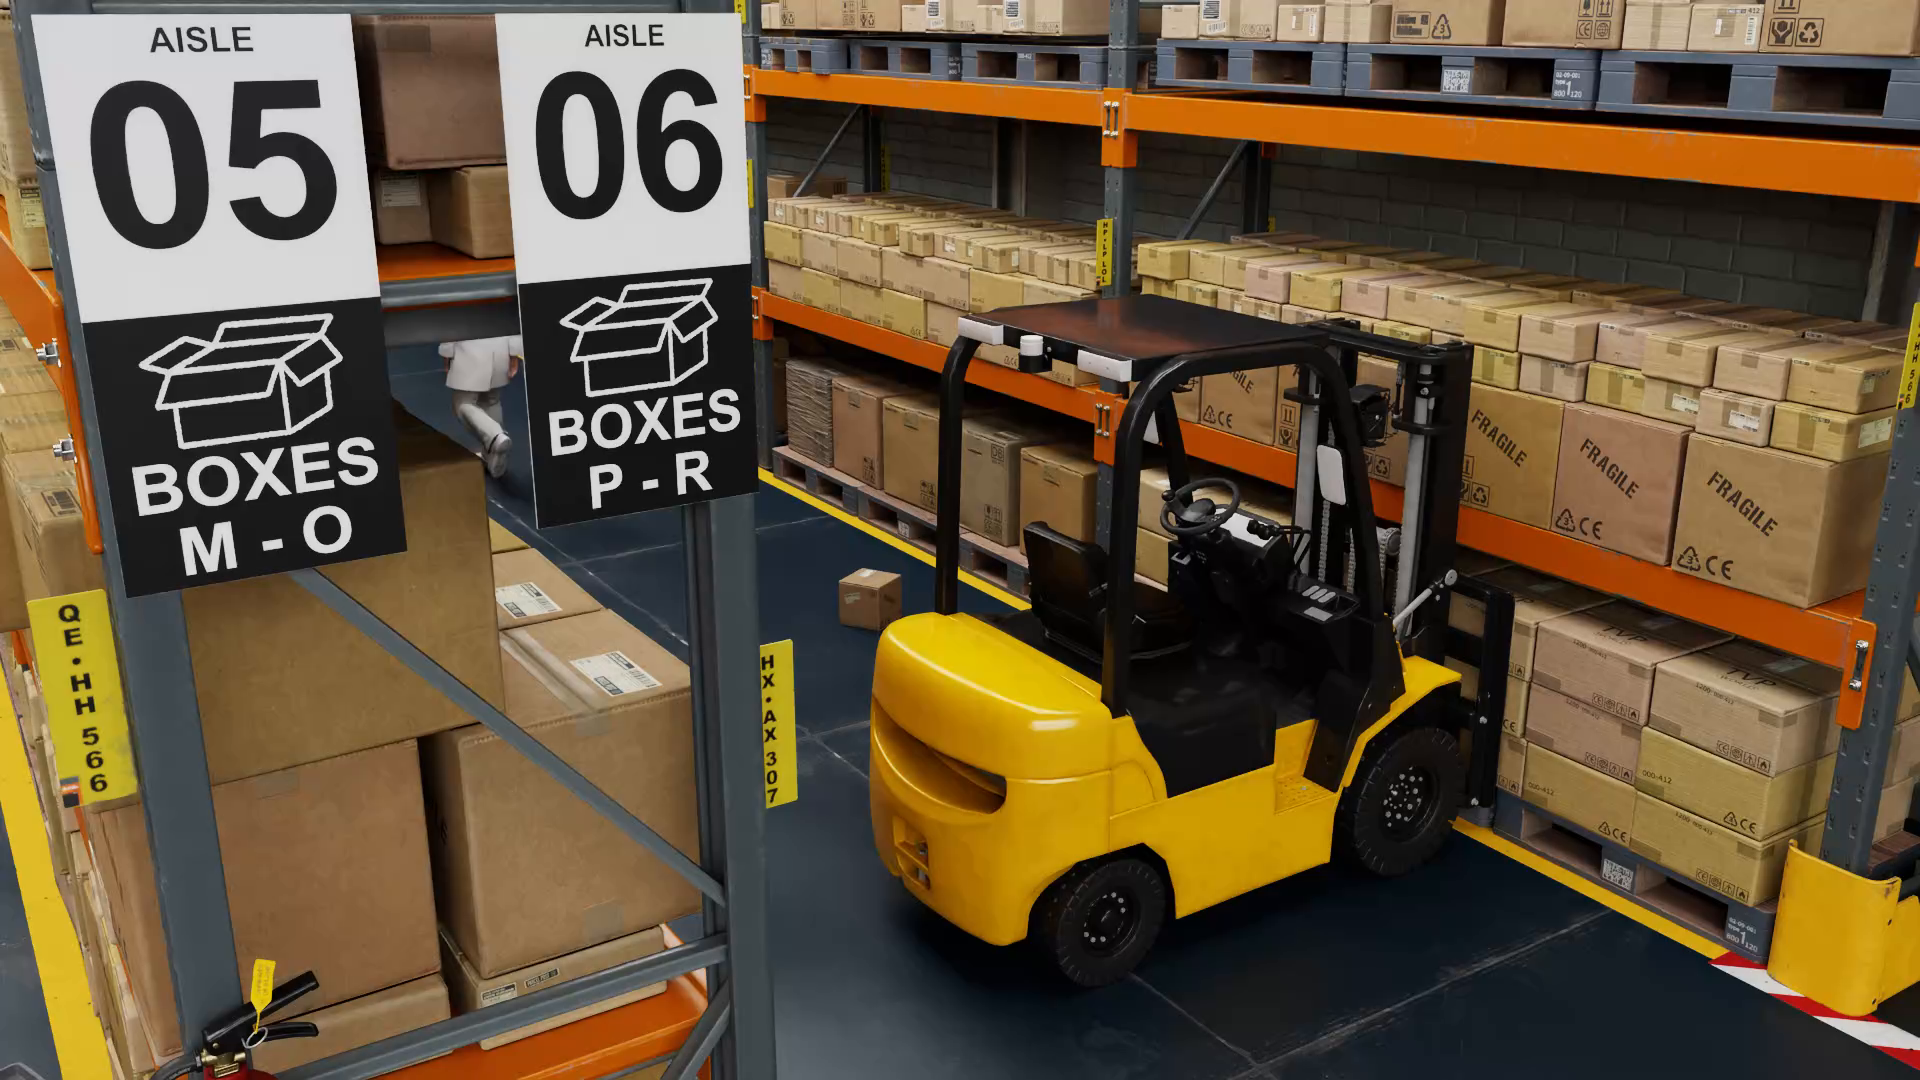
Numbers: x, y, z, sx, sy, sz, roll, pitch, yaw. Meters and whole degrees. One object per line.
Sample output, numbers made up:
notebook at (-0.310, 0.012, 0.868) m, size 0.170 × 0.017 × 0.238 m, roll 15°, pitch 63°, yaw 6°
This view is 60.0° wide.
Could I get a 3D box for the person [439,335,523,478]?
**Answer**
person at (-3.317, -1.295, 11.572) m, size 0.568 × 1.753 × 0.832 m, roll -15°, pitch 23°, yaw -39°
